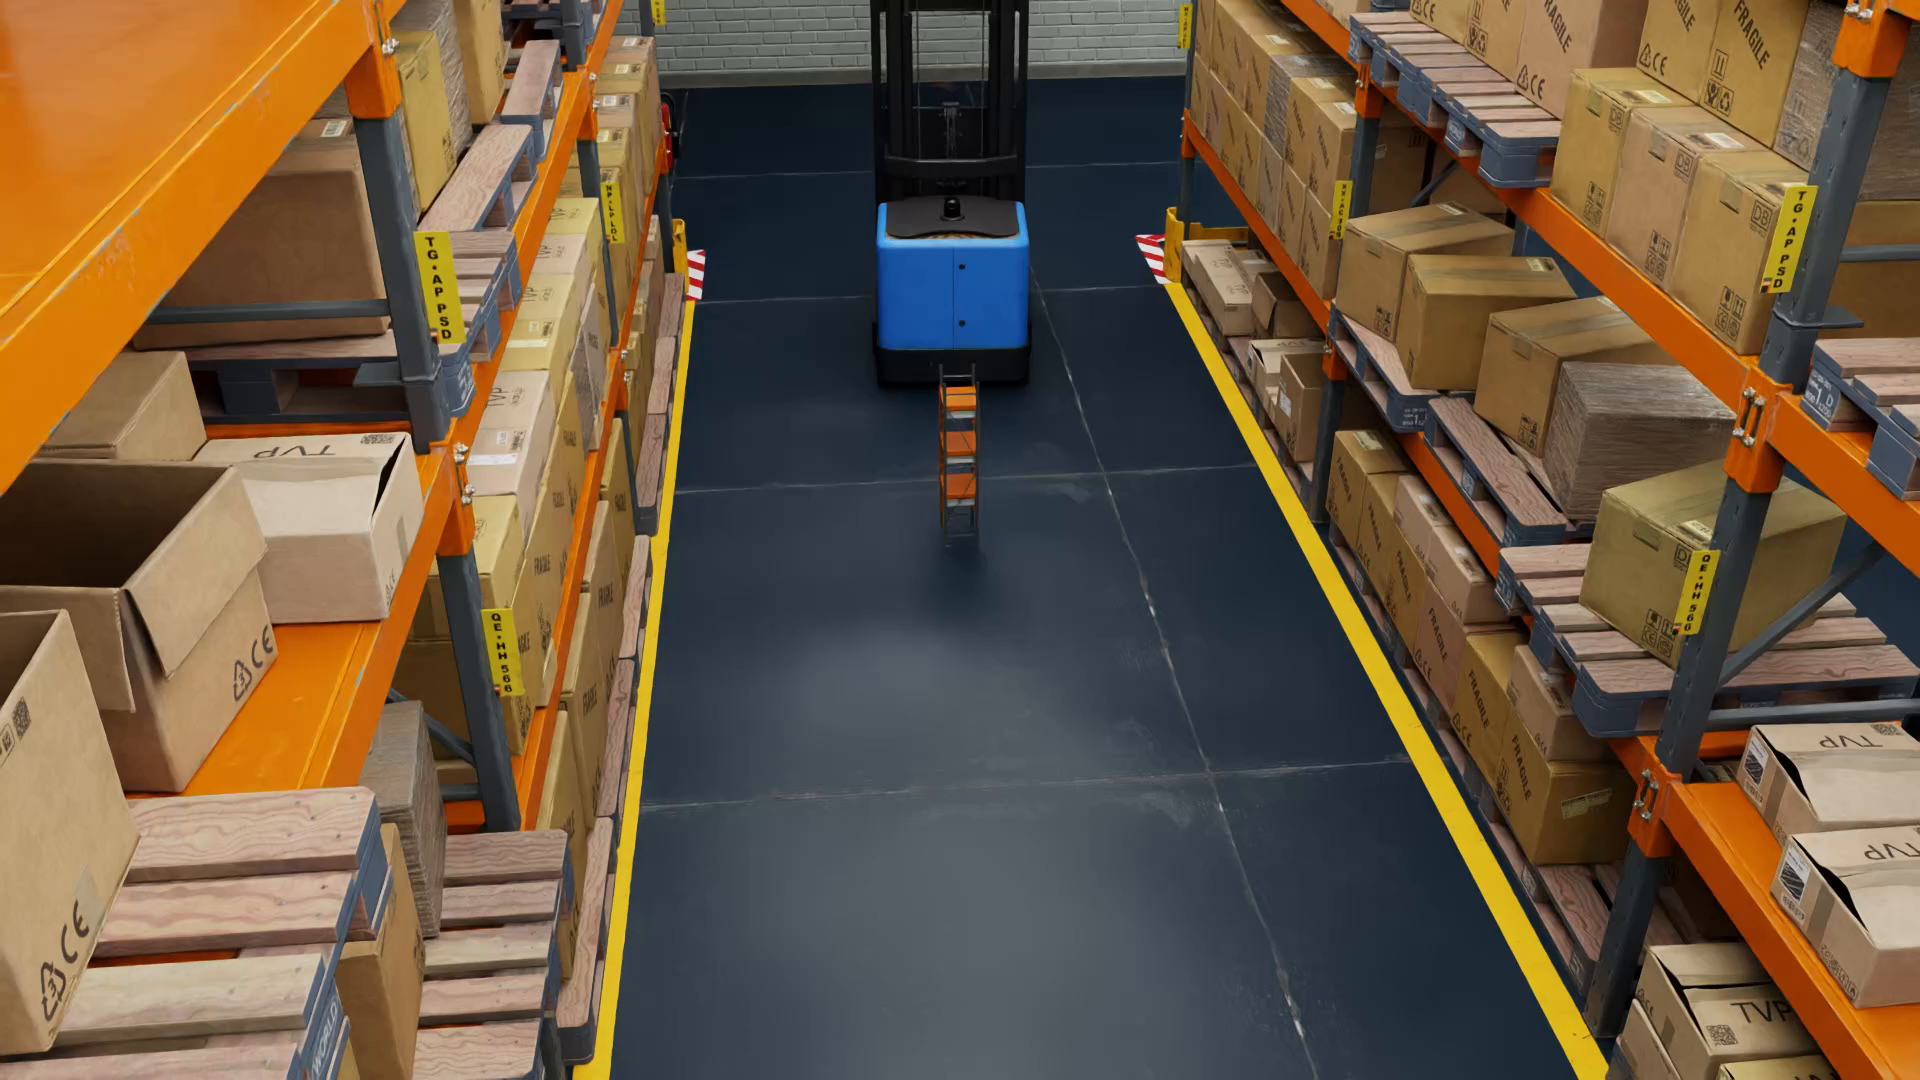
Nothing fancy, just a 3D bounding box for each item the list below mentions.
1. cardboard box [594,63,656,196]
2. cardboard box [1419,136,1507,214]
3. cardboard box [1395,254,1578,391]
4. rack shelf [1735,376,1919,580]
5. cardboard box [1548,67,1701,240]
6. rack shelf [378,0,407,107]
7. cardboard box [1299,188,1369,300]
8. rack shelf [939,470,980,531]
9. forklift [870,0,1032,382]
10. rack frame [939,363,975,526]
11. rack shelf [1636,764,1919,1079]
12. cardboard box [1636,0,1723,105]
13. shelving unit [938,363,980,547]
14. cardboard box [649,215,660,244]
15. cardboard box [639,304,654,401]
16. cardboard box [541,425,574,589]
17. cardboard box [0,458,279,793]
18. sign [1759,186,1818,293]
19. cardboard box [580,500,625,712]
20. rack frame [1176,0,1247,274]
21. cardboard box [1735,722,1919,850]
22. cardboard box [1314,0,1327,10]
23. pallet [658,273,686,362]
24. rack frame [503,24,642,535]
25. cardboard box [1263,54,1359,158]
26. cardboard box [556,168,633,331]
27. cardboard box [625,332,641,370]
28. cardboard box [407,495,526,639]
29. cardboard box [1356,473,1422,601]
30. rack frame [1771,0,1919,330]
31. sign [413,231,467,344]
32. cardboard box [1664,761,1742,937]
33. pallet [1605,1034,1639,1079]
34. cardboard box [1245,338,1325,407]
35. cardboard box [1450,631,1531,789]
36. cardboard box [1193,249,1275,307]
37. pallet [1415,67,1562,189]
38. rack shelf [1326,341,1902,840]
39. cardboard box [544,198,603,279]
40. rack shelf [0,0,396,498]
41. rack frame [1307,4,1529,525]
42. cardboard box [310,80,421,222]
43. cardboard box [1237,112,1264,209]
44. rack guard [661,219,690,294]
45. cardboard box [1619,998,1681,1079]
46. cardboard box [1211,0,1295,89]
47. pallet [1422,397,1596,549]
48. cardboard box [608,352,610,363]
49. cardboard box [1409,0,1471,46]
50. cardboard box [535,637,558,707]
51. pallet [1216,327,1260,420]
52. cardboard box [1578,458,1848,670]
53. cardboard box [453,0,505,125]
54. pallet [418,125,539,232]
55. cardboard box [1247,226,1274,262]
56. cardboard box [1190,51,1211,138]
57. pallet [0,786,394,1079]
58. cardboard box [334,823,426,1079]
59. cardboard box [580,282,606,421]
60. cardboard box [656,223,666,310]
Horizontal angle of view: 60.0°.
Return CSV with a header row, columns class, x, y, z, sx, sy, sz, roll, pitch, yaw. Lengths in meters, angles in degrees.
class,x,y,z,sx,sy,sz,roll,pitch,yaw
cardboard box,-2.576,-2.735,11.112,0.980,0.700,0.700,-3,31,-5
cardboard box,2.829,-2.161,9.370,0.500,0.500,0.500,-2,31,-3
cardboard box,2.542,-1.057,8.088,0.700,0.500,0.500,2,31,3
rack shelf,3.154,0.650,3.513,1.077,0.370,4.000,-3,31,-5
cardboard box,2.796,-1.470,6.263,0.910,0.500,0.500,-3,31,-5
rack shelf,-2.152,-2.269,5.865,1.077,0.370,4.000,-3,31,-5
cardboard box,2.291,-1.720,9.608,0.500,0.500,0.500,-2,31,-4
rack shelf,-0.005,-0.230,9.674,0.215,0.259,0.240,-3,31,-5
forklift,-0.078,-3.065,12.024,1.130,2.935,3.031,-1,31,-1
rack frame,-0.016,-0.540,9.631,0.200,1.050,0.008,-3,31,-5
rack shelf,3.154,1.938,4.282,1.077,0.370,4.000,-3,31,-5
cardboard box,2.837,-1.896,6.002,0.500,0.500,0.500,-3,31,-5
shelving unit,-0.005,-0.478,9.527,0.215,1.050,0.252,-3,31,-5
cardboard box,-2.354,-2.214,11.927,0.380,0.149,0.250,-3,31,-5
cardboard box,-2.396,-1.208,10.875,0.700,0.500,0.500,-2,31,-3
cardboard box,-1.840,-0.114,6.608,0.500,0.500,0.500,-3,31,-5
cardboard box,-1.936,0.173,3.491,0.797,0.503,0.637,1,31,2
sign,2.426,-0.877,4.864,0.100,0.325,0.005,-3,31,-5
cardboard box,-2.062,0.327,7.965,0.750,0.750,0.750,-2,31,-3
rack frame,2.219,-3.477,12.646,1.000,3.000,0.127,-3,31,-5
cardboard box,2.957,0.834,5.516,0.500,0.311,0.500,-1,31,-1
cardboard box,2.247,-3.149,9.318,0.500,0.250,0.500,-3,31,-5
pallet,-2.560,-1.636,12.283,1.003,0.211,1.213,-3,31,-5
rack frame,-2.339,-1.195,8.826,1.000,3.000,0.127,-3,31,-5
cardboard box,2.191,-2.671,10.224,0.500,0.500,0.500,-3,31,-4
cardboard box,-2.373,-1.602,9.214,0.980,0.700,0.700,-2,31,-4
cardboard box,-2.157,-1.151,10.148,0.380,0.149,0.250,-2,31,-3
cardboard box,-1.753,0.087,5.541,0.500,0.250,0.500,-2,31,-3
cardboard box,2.457,-0.020,8.867,0.500,0.500,0.500,-2,31,-4
rack frame,2.967,-1.968,4.269,1.000,3.000,0.127,-3,31,-5
sign,-1.424,-0.688,4.547,0.100,0.325,0.005,-3,31,-5
cardboard box,3.209,1.246,6.748,0.500,0.500,0.500,-1,31,-2
pallet,3.005,2.227,5.816,1.003,0.211,1.213,-3,31,-5
cardboard box,2.187,-1.129,10.909,0.500,0.311,0.500,-3,31,-5
cardboard box,2.598,0.761,7.559,0.500,0.500,0.500,-4,31,-6
cardboard box,2.034,-1.939,12.323,0.500,0.250,0.500,-3,31,-5
pallet,2.684,-1.776,7.056,1.213,0.211,1.003,-3,31,-5
rack shelf,2.780,-0.105,7.702,1.077,0.370,4.000,-3,31,-5
cardboard box,-2.040,-1.470,8.148,0.500,0.250,0.500,-2,31,-3
rack shelf,-1.778,-0.227,2.446,1.077,0.370,4.000,-3,31,-5
rack frame,2.593,-1.435,9.227,1.000,3.000,0.127,-3,31,-5
cardboard box,-2.169,-1.185,5.358,0.700,0.500,0.500,-4,31,-7
cardboard box,2.141,-2.506,10.922,0.500,0.500,0.500,-2,31,-4
rack guard,-2.715,-2.177,12.907,1.175,0.500,0.348,-3,31,-5
cardboard box,2.723,1.889,5.934,0.500,0.250,0.500,-3,31,-5
cardboard box,2.055,-3.443,11.517,0.500,0.500,0.500,-2,31,-4
pallet,2.780,-0.303,7.519,1.003,0.211,1.213,-3,31,-5
cardboard box,-2.025,-0.937,8.619,0.380,0.149,0.250,-2,31,-4
cardboard box,2.567,-2.728,7.862,0.600,0.600,0.600,-6,31,-9
cardboard box,-1.720,0.498,6.216,0.380,0.149,0.250,-2,31,-3
pallet,2.413,-1.212,11.574,1.003,0.211,1.213,-3,31,-5
cardboard box,2.796,0.068,6.203,0.700,0.500,0.500,-13,33,-21
cardboard box,-2.249,-1.979,6.687,0.700,0.500,0.500,-3,31,-6
pallet,-2.185,-1.257,6.188,1.003,0.211,1.213,-1,31,-2
cardboard box,2.515,-2.327,12.729,0.500,0.500,0.500,-3,31,-5
cardboard box,1.998,-3.281,12.219,0.500,0.500,0.500,-2,31,-4
pallet,-1.643,0.832,2.689,1.213,0.211,1.003,-3,31,-5
cardboard box,-1.832,1.139,4.392,0.700,0.500,0.500,-6,31,-9
cardboard box,-1.987,-0.891,7.909,0.500,0.500,0.500,-3,31,-4
cardboard box,-2.547,-1.992,12.188,0.700,0.500,0.500,-3,31,-5
